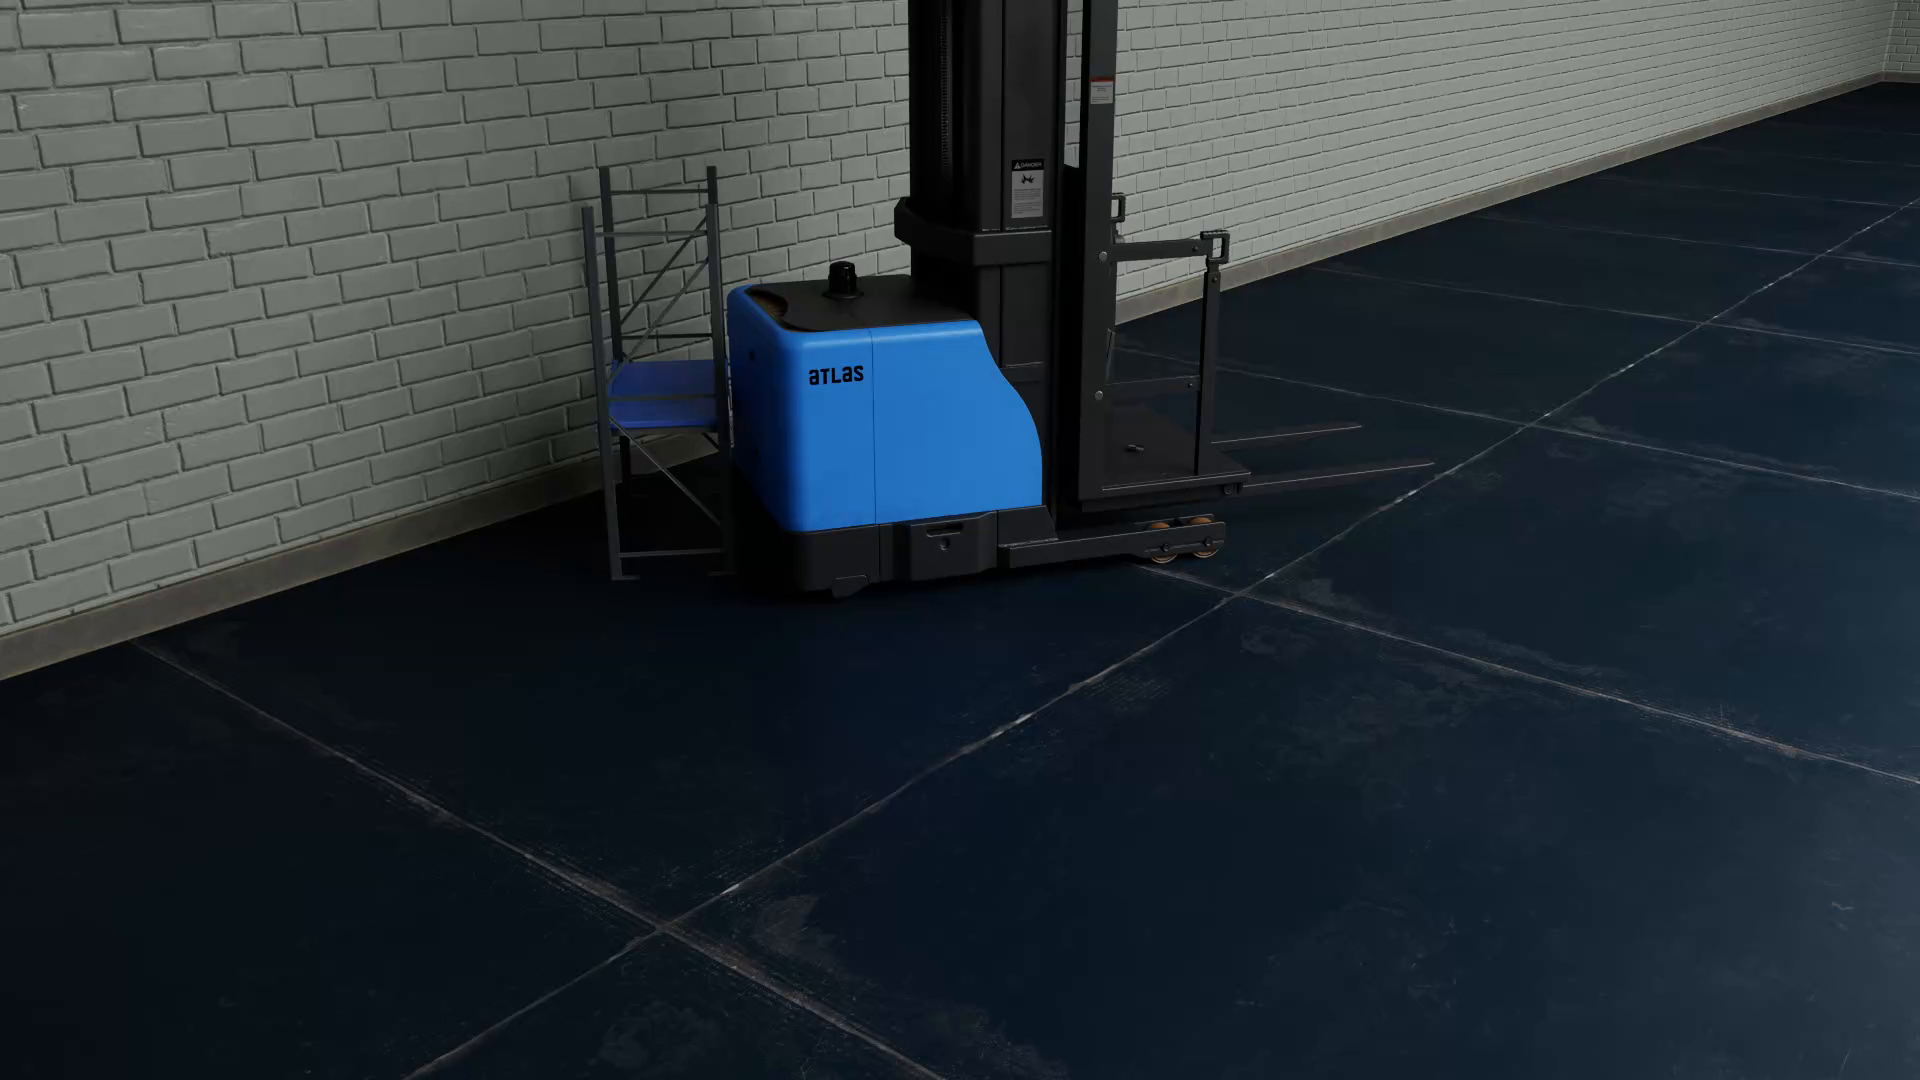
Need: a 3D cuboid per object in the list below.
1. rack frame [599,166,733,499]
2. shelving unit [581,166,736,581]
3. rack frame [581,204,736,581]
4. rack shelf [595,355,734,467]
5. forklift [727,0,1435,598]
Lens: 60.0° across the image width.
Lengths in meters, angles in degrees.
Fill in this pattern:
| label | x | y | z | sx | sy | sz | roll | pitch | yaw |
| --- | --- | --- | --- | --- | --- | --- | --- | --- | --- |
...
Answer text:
| label | x | y | z | sx | sy | sz | roll | pitch | yaw |
| --- | --- | --- | --- | --- | --- | --- | --- | --- | --- |
| rack frame | -1.306 | -0.909 | 7.453 | 0.500 | 1.500 | 0.032 | -3 | 21 | -7 |
| shelving unit | -1.236 | -0.731 | 6.982 | 0.538 | 1.500 | 1.048 | -3 | 21 | -7 |
| rack frame | -1.167 | -0.553 | 6.510 | 0.500 | 1.500 | 0.032 | -3 | 21 | -7 |
| rack shelf | -1.236 | -0.563 | 7.045 | 0.538 | 0.185 | 1.000 | -3 | 21 | -7 |
| forklift | 0.589 | -1.443 | 6.841 | 3.031 | 2.935 | 1.130 | -7 | 22 | -18 |
